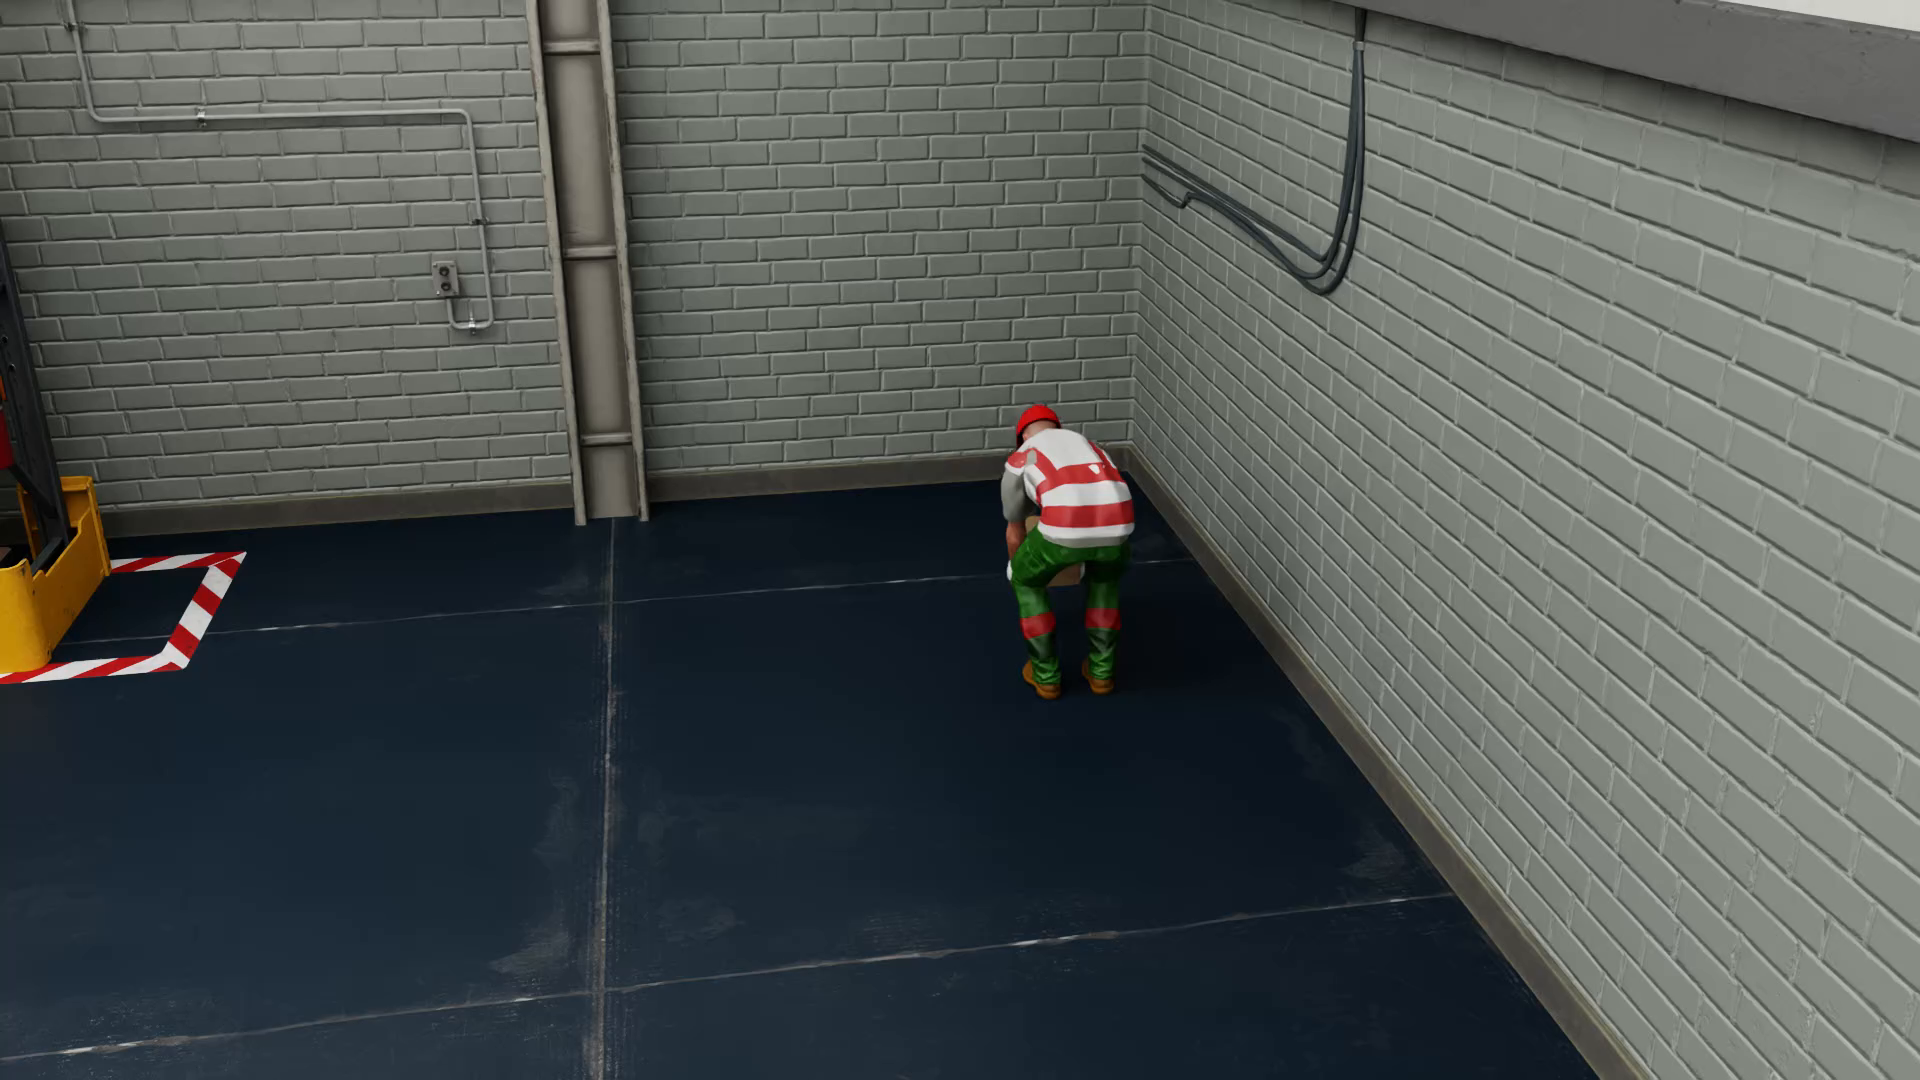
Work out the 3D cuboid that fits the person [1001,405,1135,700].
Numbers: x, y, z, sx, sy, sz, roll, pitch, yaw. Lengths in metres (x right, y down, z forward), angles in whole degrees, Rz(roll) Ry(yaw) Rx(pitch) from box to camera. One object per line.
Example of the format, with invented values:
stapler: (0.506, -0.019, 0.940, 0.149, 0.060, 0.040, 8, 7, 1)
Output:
person: (0.446, 0.050, 7.307, 0.525, 1.111, 0.952, -5, 24, -12)
